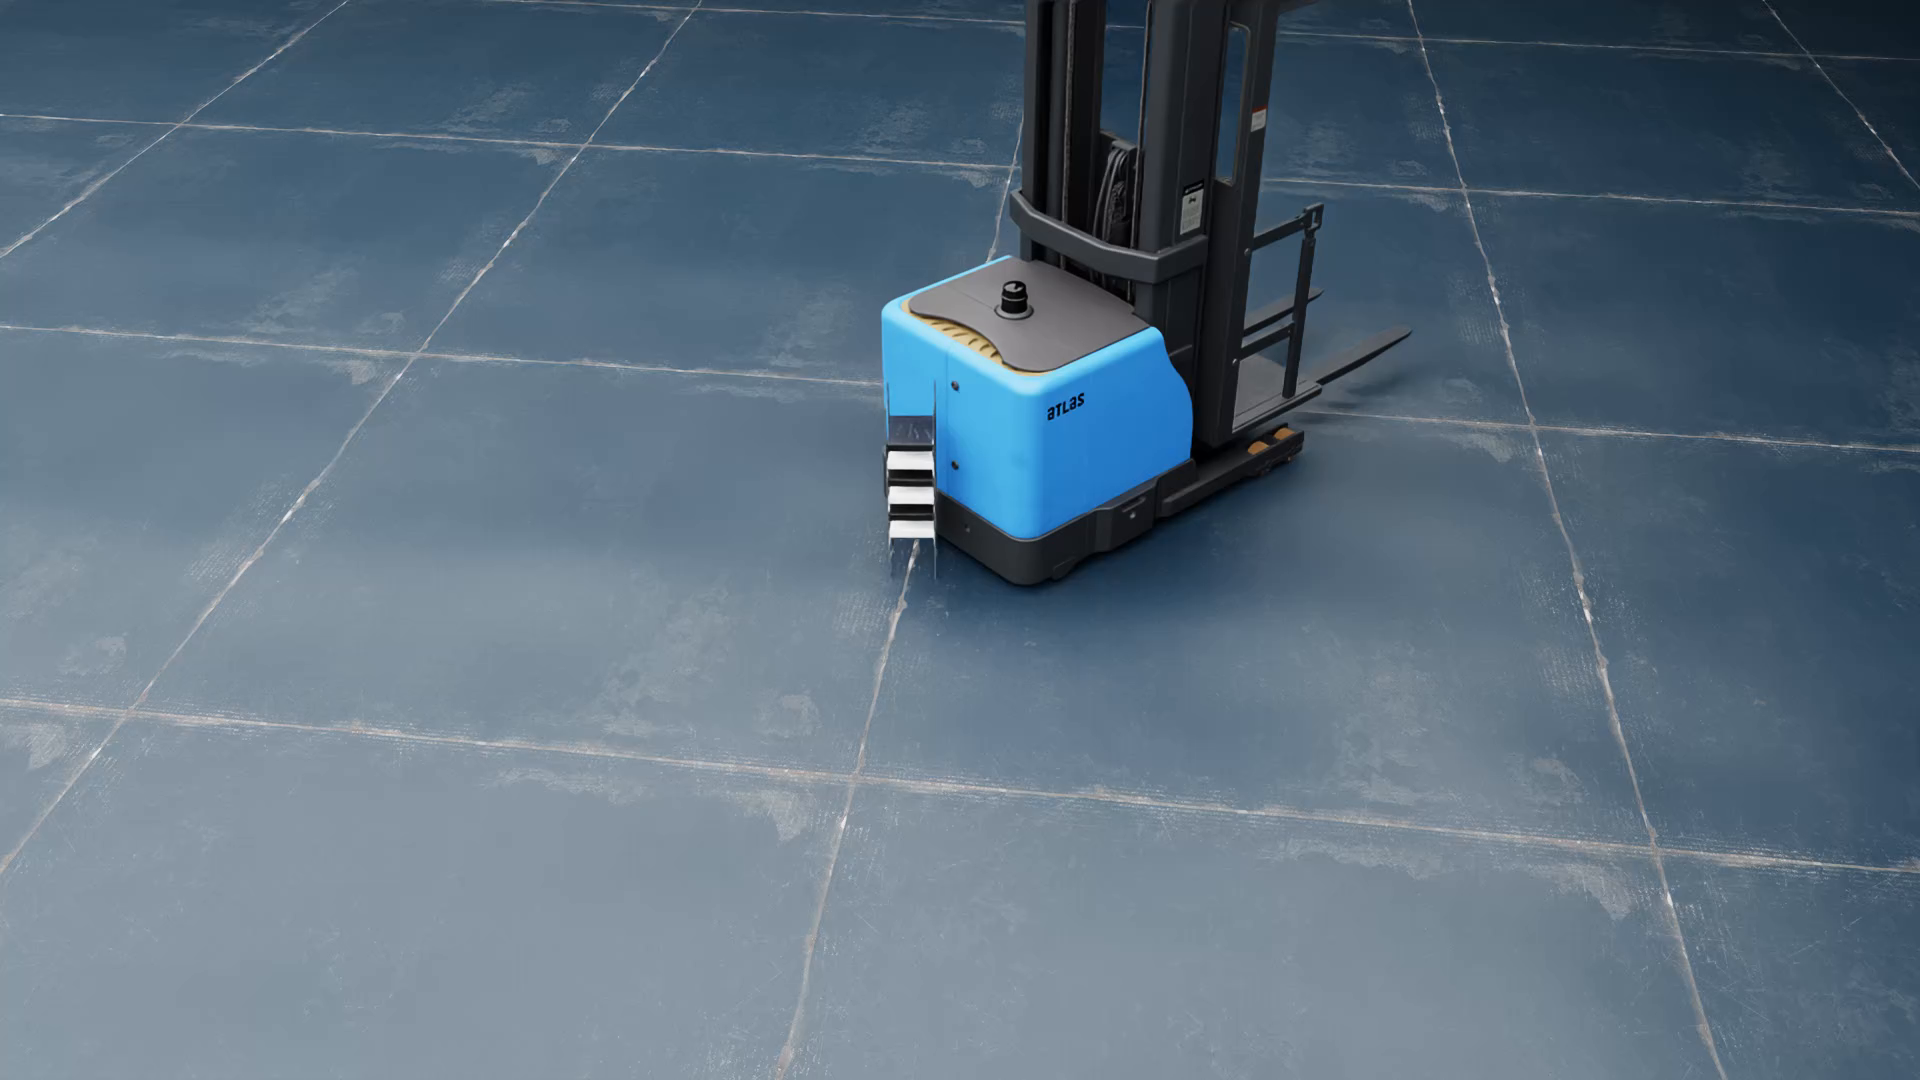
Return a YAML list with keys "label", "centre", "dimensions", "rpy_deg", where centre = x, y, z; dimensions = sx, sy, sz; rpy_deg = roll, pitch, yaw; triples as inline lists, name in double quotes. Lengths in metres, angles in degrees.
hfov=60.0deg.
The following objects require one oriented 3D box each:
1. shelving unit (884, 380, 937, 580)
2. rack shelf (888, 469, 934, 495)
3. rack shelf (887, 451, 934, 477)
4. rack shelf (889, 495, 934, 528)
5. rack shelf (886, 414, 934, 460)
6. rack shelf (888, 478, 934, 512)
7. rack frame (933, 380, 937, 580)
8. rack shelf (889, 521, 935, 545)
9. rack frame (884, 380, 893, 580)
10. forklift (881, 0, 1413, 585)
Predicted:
- label: "shelving unit"
  centre: [-0.211, -0.255, 7.332]
  dimensions: [0.210, 0.900, 0.258]
  rpy_deg: [0, 36, 1]
- label: "rack shelf"
  centre: [-0.211, -0.301, 7.300]
  dimensions: [0.200, 0.077, 0.258]
  rpy_deg: [0, 36, 1]
- label: "rack shelf"
  centre: [-0.211, -0.374, 7.247]
  dimensions: [0.200, 0.077, 0.258]
  rpy_deg: [0, 36, 1]
- label: "rack shelf"
  centre: [-0.211, -0.155, 7.404]
  dimensions: [0.200, 0.077, 0.258]
  rpy_deg: [0, 36, 1]
- label: "rack shelf"
  centre: [-0.211, -0.448, 7.195]
  dimensions: [0.200, 0.077, 0.258]
  rpy_deg: [0, 36, 1]
- label: "rack shelf"
  centre: [-0.211, -0.228, 7.352]
  dimensions: [0.200, 0.077, 0.258]
  rpy_deg: [0, 36, 1]
- label: "rack frame"
  centre: [-0.110, -0.254, 7.331]
  dimensions: [0.006, 0.900, 0.240]
  rpy_deg: [0, 36, 1]
- label: "rack shelf"
  centre: [-0.211, -0.081, 7.457]
  dimensions: [0.200, 0.077, 0.258]
  rpy_deg: [0, 36, 1]
- label: "rack frame"
  centre: [-0.313, -0.256, 7.334]
  dimensions: [0.006, 0.900, 0.240]
  rpy_deg: [0, 36, 1]
- label: "forklift"
  centre: [1.079, -1.717, 7.632]
  dimensions: [3.031, 2.935, 1.130]
  rpy_deg: [-27, 43, -32]
